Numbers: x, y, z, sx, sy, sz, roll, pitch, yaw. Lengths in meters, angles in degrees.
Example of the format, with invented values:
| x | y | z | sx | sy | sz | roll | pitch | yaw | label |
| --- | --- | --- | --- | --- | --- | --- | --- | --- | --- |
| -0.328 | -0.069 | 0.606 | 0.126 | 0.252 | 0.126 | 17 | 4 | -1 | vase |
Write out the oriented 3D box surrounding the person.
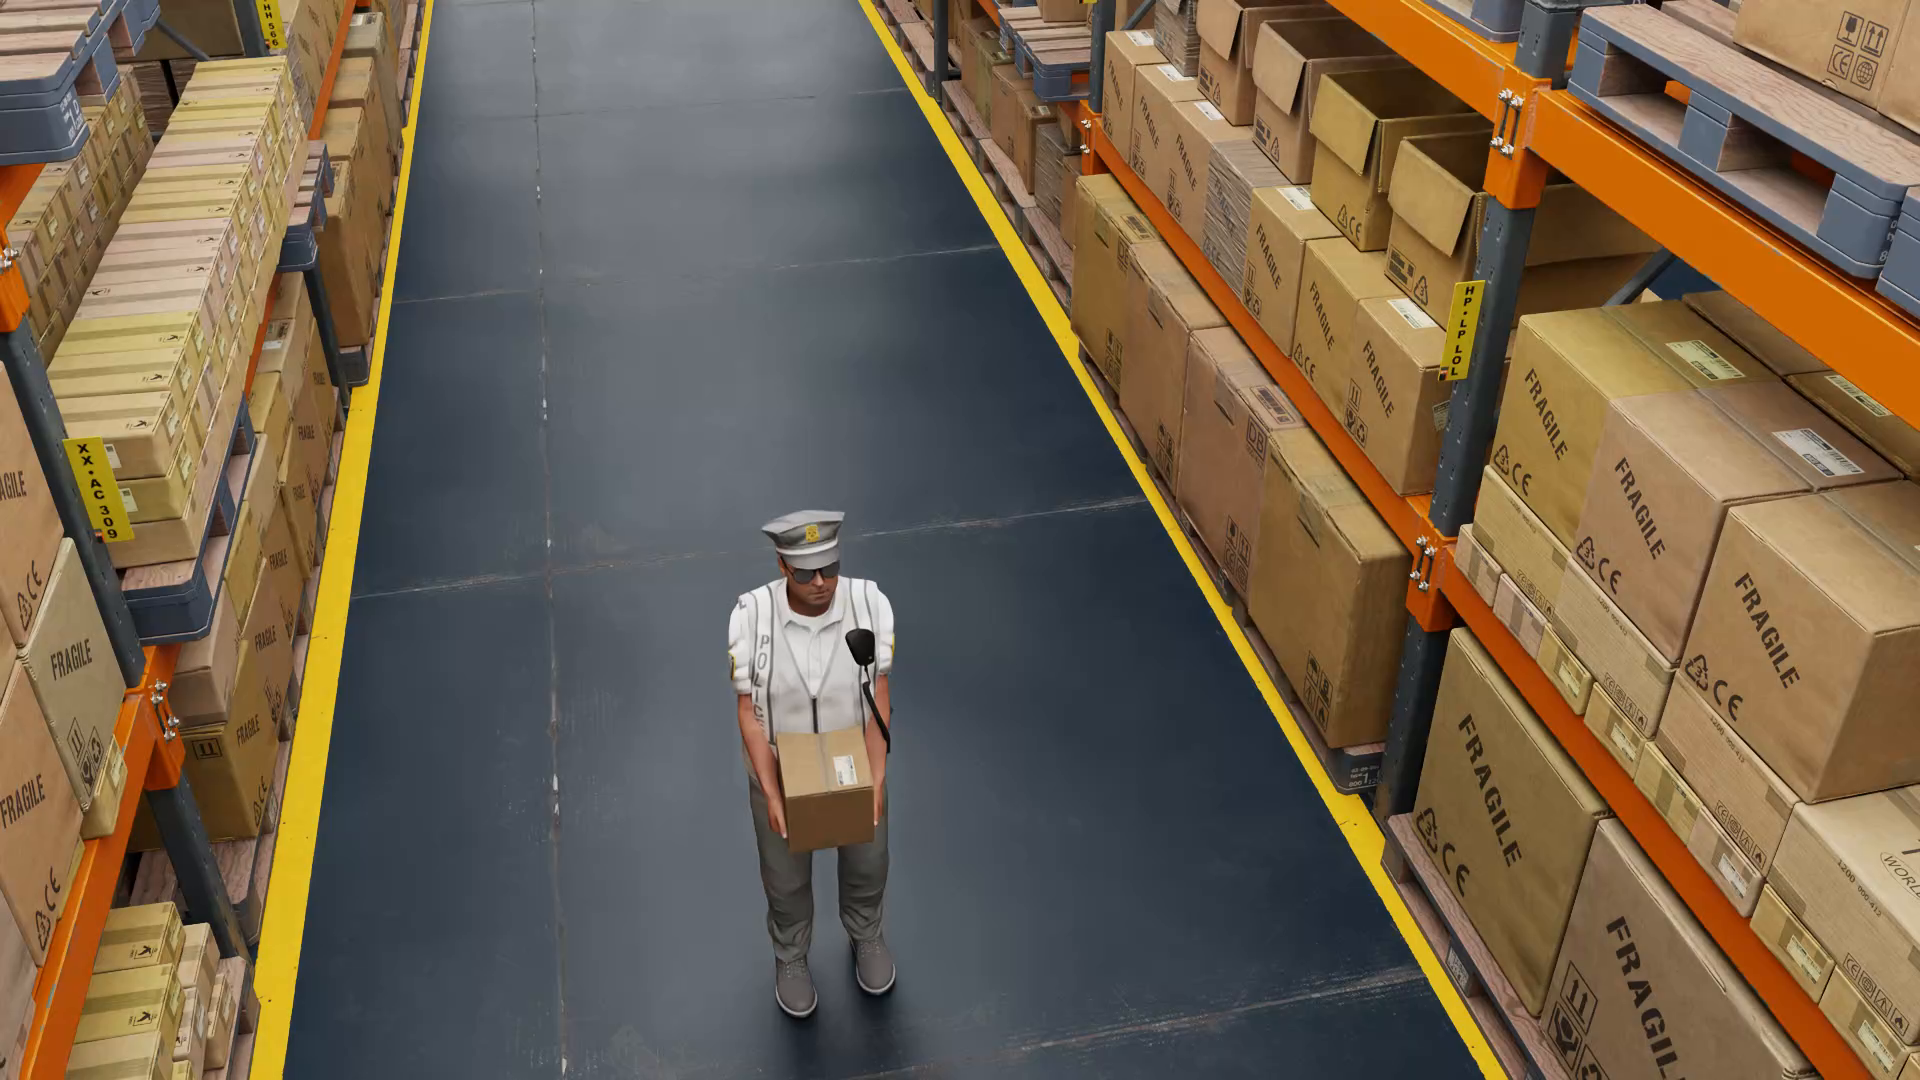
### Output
| x | y | z | sx | sy | sz | roll | pitch | yaw | label |
| --- | --- | --- | --- | --- | --- | --- | --- | --- | --- |
| -0.415 | 0.725 | 5.059 | 0.494 | 1.762 | 0.565 | -7 | 35 | -9 | person |
